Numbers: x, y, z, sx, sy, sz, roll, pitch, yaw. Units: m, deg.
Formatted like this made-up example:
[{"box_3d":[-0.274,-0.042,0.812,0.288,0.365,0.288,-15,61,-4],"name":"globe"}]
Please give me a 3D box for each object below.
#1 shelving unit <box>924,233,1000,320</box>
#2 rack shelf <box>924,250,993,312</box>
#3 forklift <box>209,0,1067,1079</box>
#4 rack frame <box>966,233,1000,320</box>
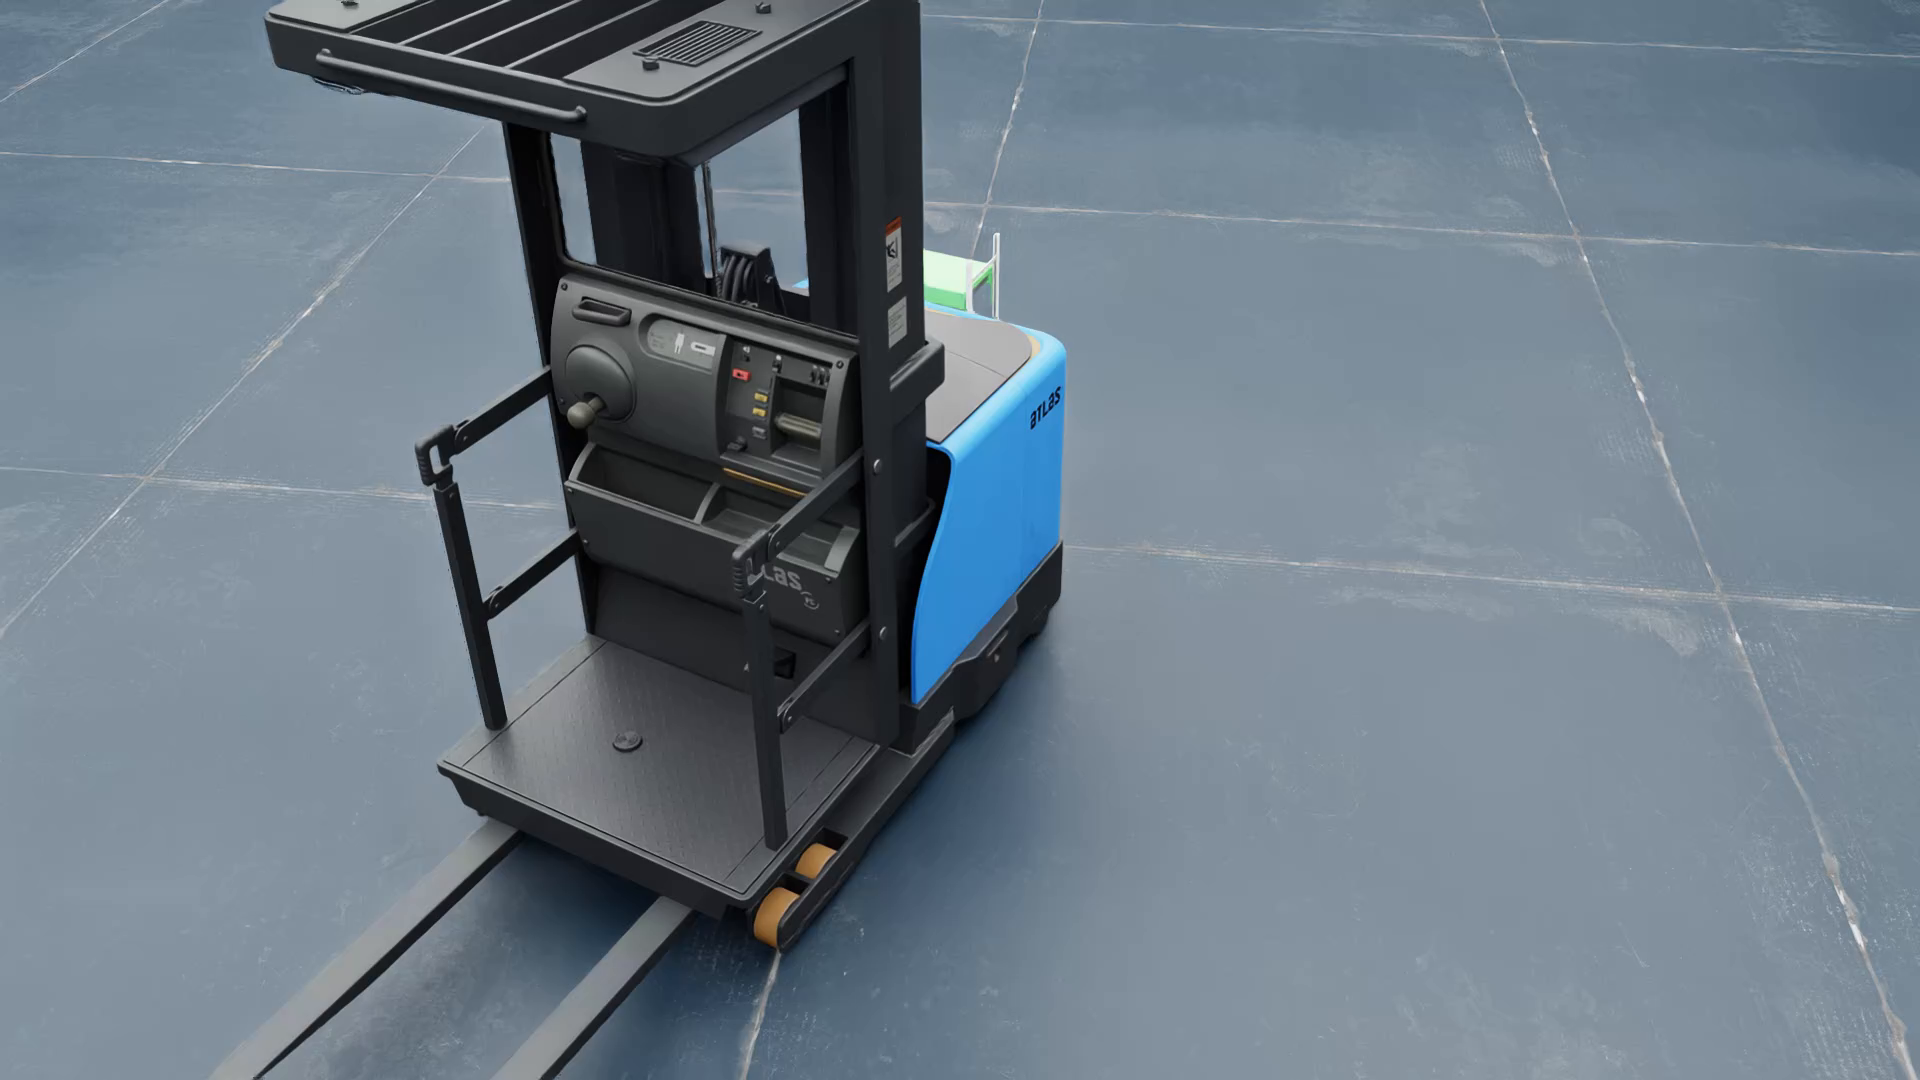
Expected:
[{"box_3d":[-0.143,-0.551,5.989,0.503,1.200,0.258,16,38,21],"name":"shelving unit"},{"box_3d":[-0.143,-0.889,5.747,0.480,0.148,0.258,16,38,21],"name":"rack shelf"},{"box_3d":[-0.799,-0.356,4.226,1.130,2.935,3.031,18,39,23],"name":"forklift"},{"box_3d":[0.077,-0.489,5.903,0.015,1.200,0.240,16,38,21],"name":"rack frame"}]
